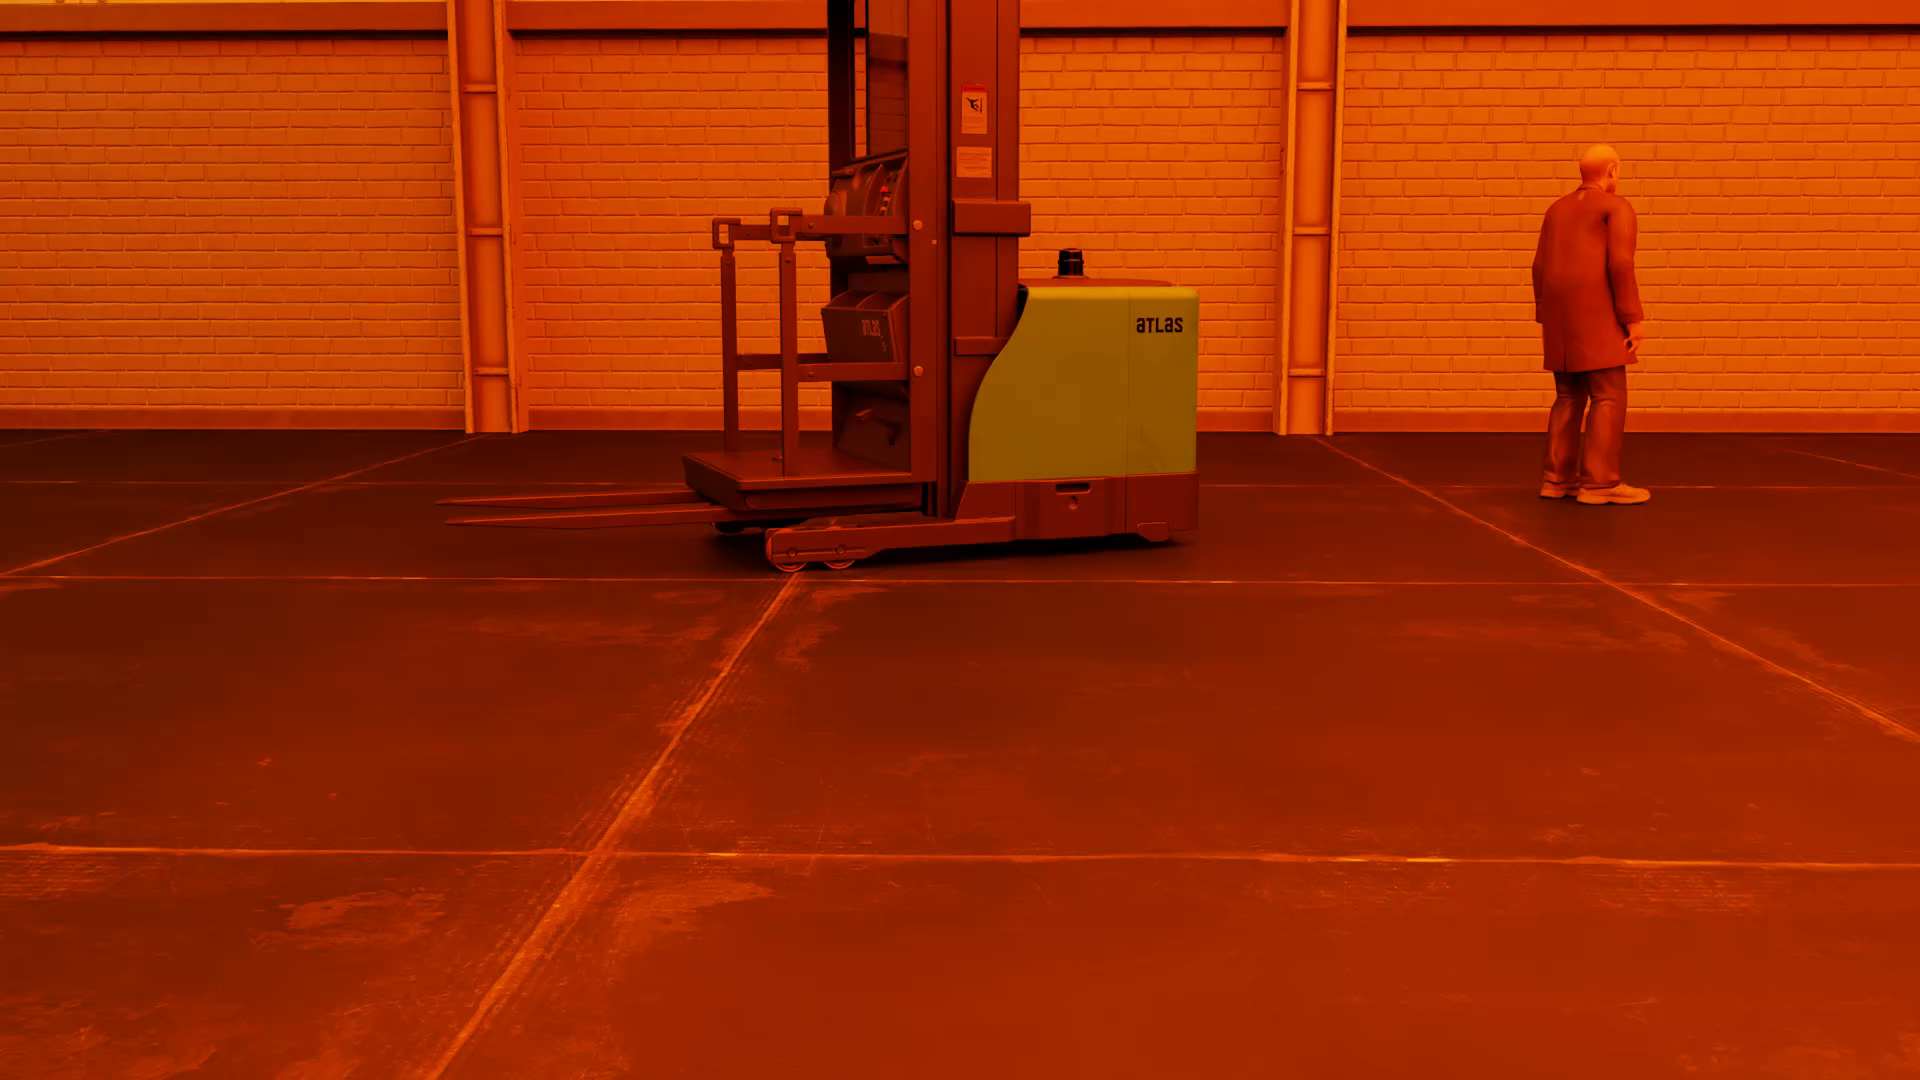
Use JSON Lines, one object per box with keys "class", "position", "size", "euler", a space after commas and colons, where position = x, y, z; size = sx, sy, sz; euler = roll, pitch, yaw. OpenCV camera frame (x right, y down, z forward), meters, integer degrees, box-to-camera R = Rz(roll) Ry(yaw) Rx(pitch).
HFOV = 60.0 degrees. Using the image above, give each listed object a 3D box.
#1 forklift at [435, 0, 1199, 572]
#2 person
{"class": "forklift", "position": [-0.569, -1.416, 6.694], "size": [3.031, 2.935, 1.130], "euler": [-3, 9, -20]}
{"class": "person", "position": [3.161, -1.087, 8.372], "size": [0.435, 1.773, 0.651], "euler": [-4, 10, -25]}
